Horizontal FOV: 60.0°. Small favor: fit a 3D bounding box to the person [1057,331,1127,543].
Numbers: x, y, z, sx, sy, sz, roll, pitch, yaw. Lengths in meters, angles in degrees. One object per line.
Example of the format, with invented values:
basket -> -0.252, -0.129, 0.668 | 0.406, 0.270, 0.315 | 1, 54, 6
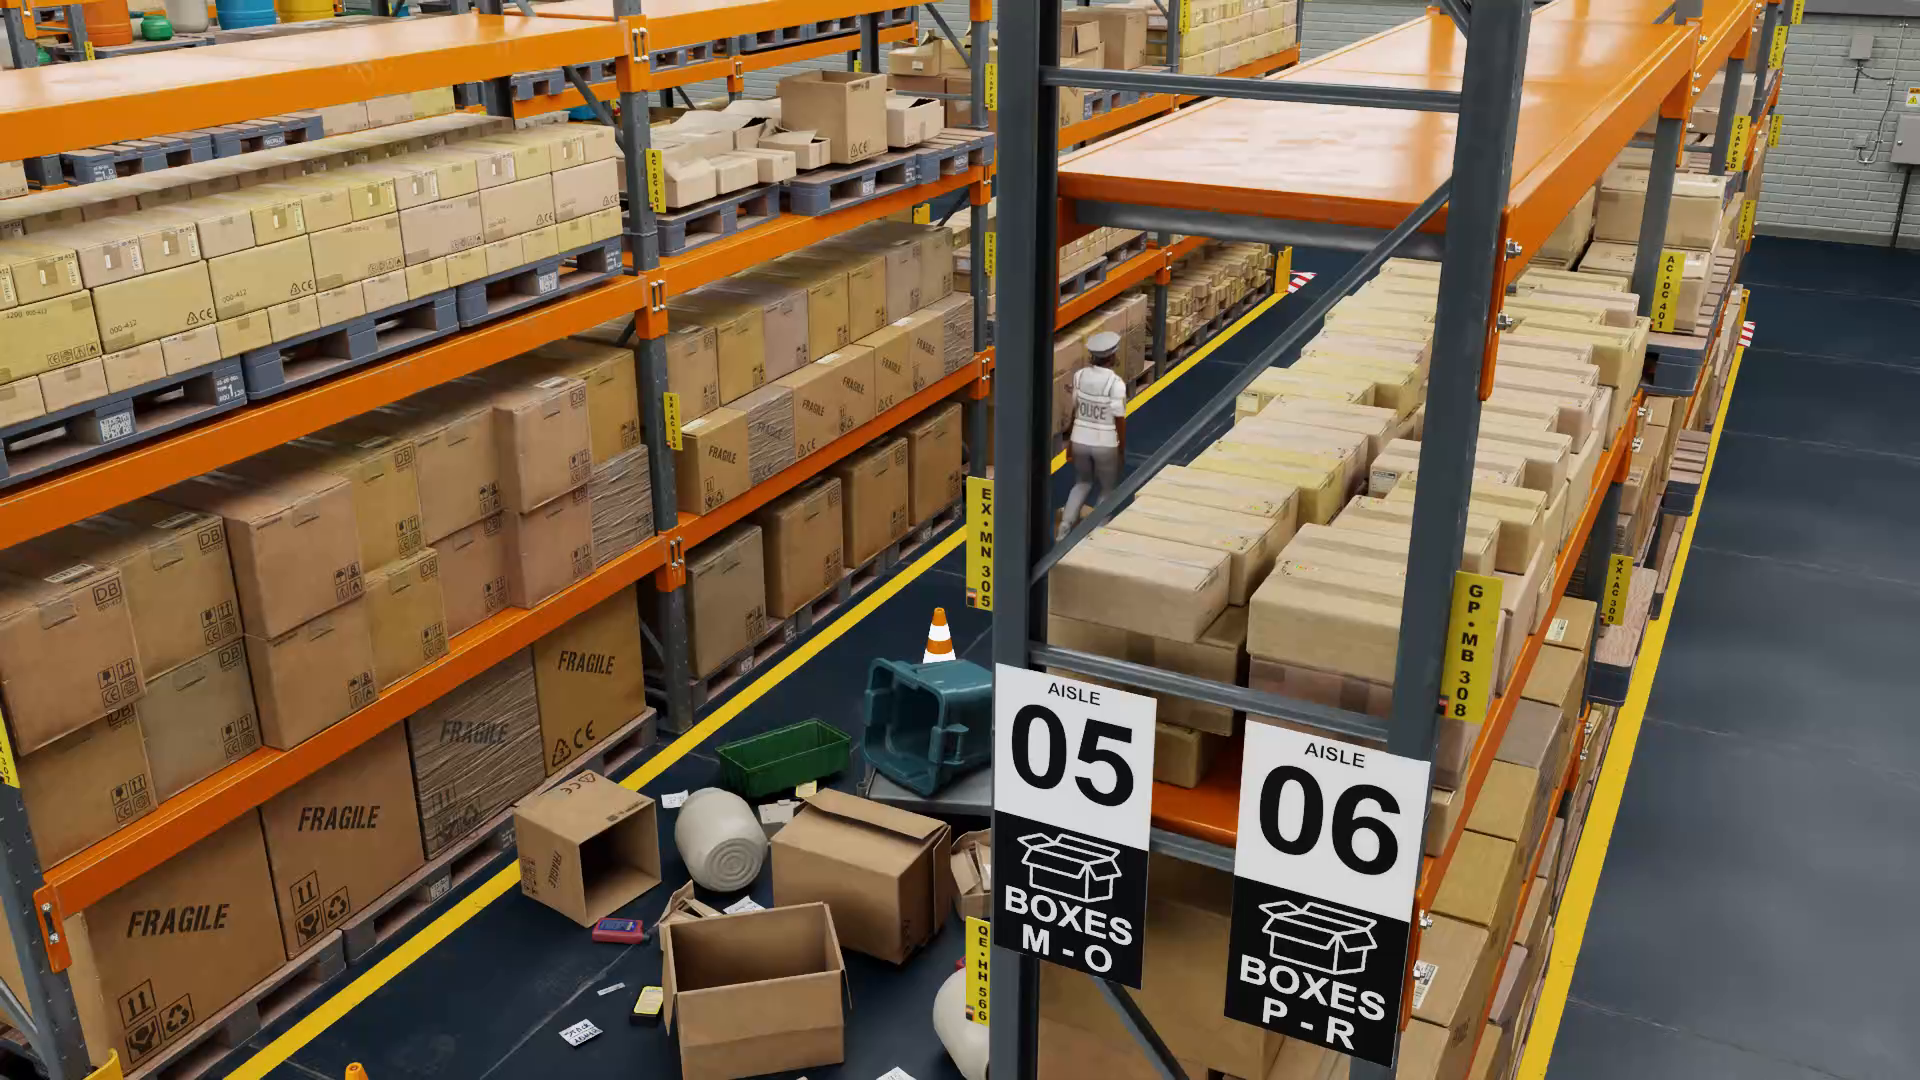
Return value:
person -> 0.958, -0.668, 12.098 | 0.475, 1.673, 0.502 | 15, 27, 32
